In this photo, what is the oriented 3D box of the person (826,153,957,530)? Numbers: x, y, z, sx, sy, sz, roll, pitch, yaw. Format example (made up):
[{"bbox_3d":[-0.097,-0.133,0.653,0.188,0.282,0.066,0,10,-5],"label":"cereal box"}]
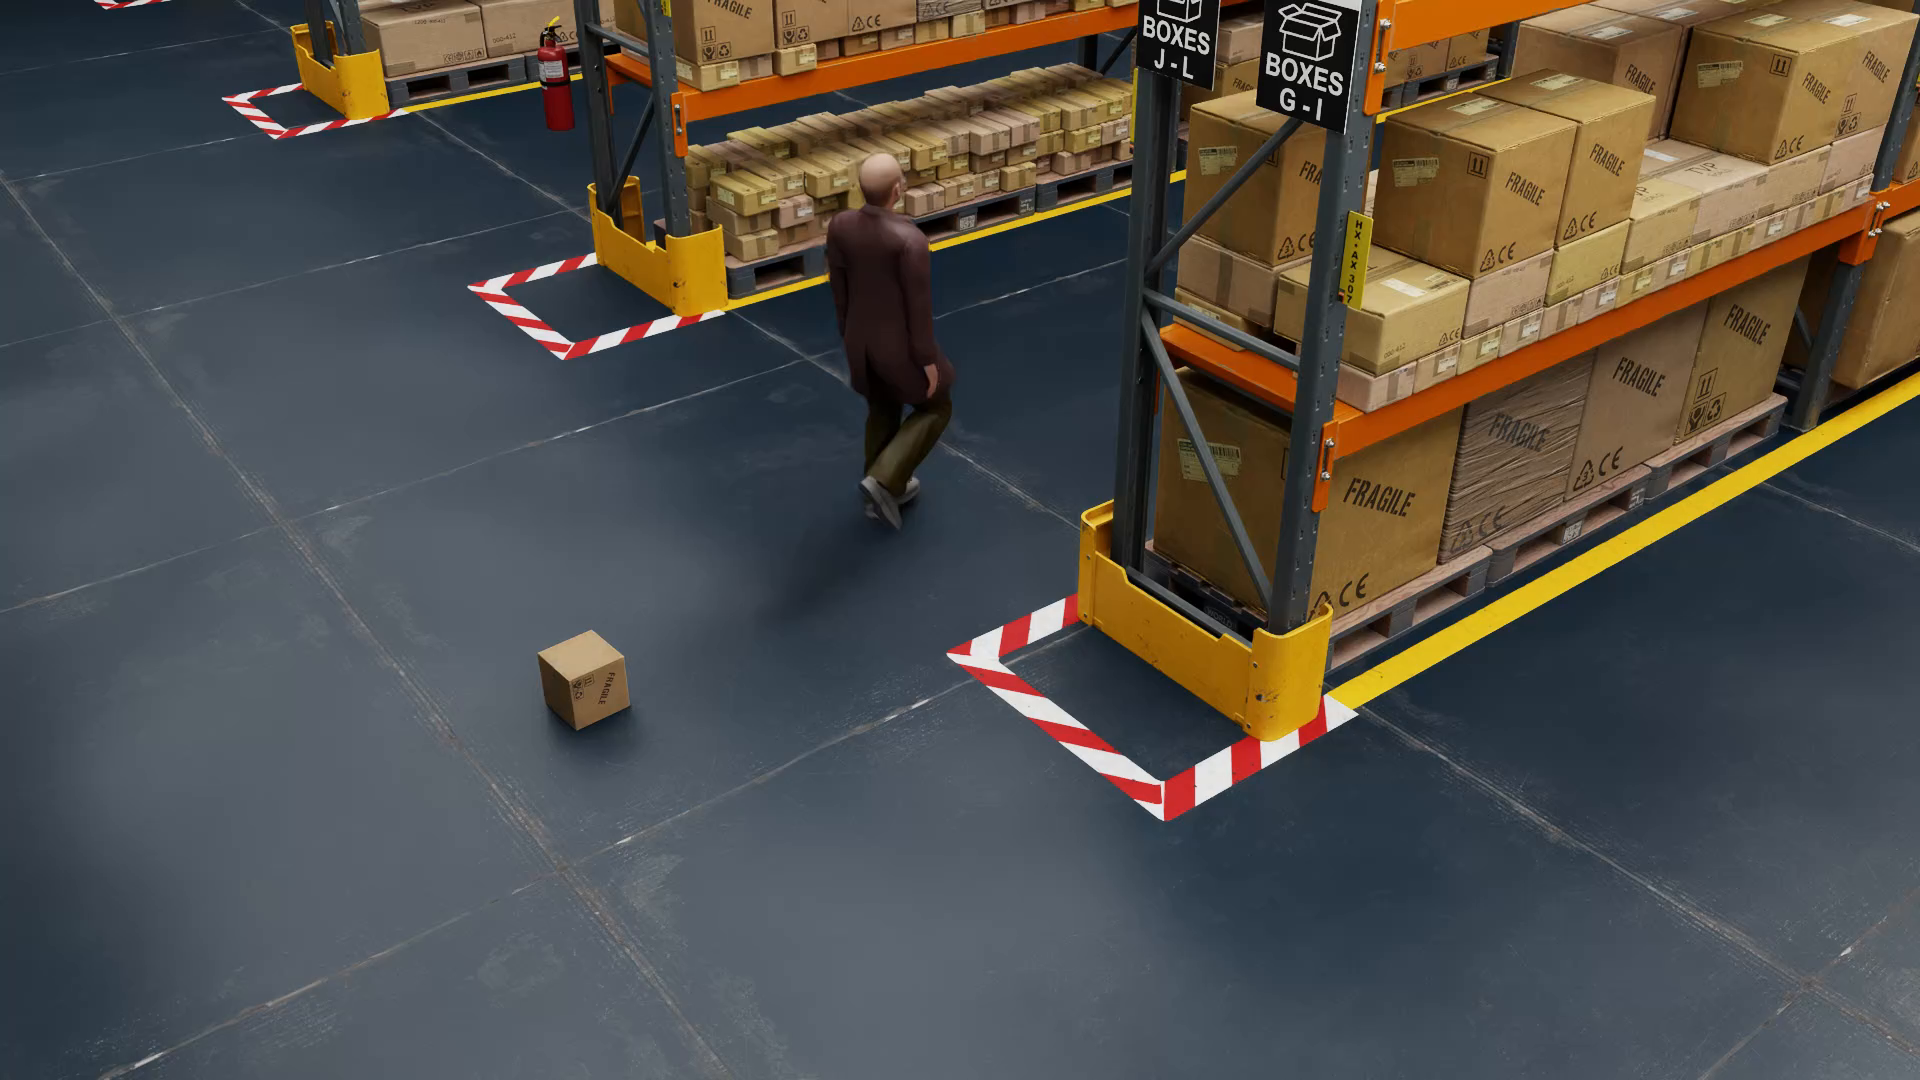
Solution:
[{"bbox_3d":[-0.334,-0.871,7.499,0.608,1.768,0.577,21,37,30],"label":"person"}]
